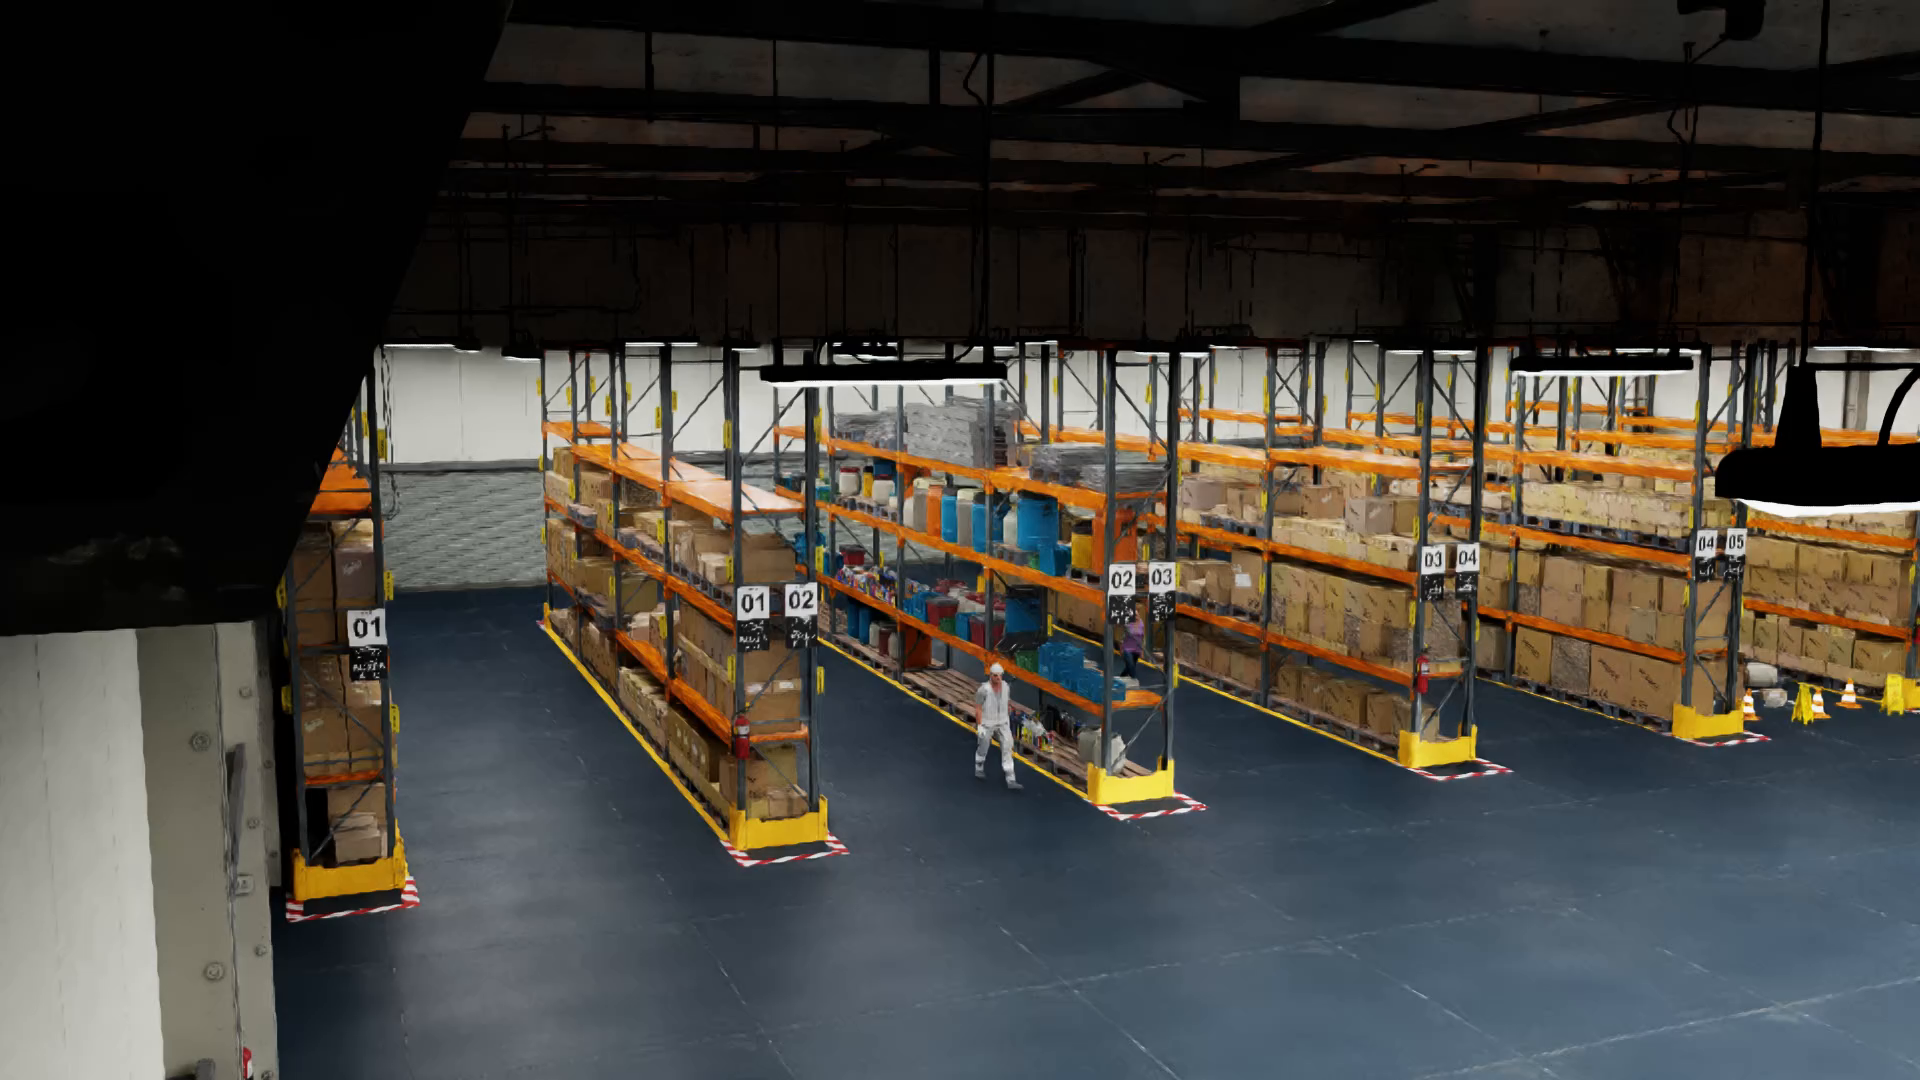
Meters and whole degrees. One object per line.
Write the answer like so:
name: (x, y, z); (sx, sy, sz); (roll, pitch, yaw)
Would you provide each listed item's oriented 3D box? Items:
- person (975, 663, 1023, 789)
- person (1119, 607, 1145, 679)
person: (0.479, 2.513, 22.797); (0.553, 1.709, 1.123); (-3, 8, -19)
person: (2.962, 1.873, 28.474); (0.417, 1.525, 1.034); (-3, 8, -23)
